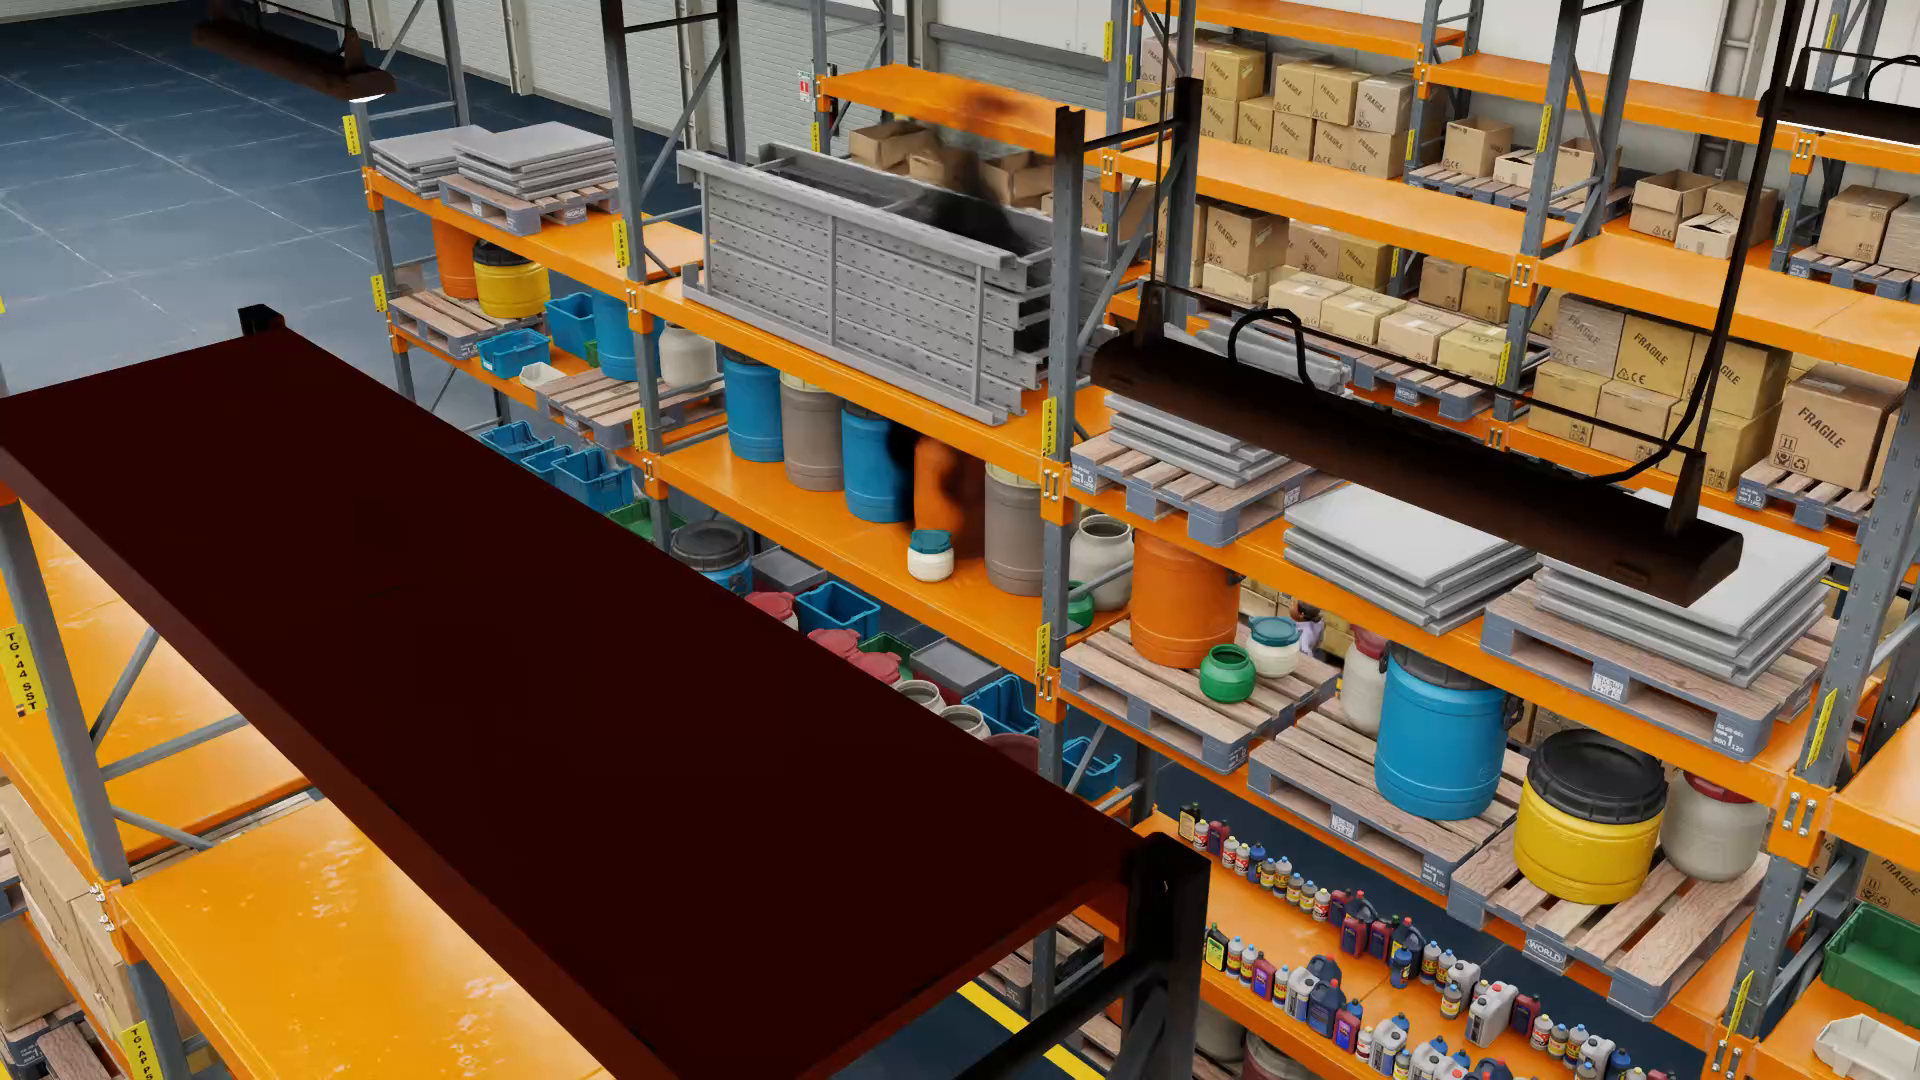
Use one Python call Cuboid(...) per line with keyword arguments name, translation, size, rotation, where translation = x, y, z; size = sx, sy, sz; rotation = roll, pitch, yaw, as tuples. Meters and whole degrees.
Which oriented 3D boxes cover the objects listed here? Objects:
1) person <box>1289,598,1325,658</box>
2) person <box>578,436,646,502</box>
Cuboid(name="person", translation=(2.500, 1.123, 12.467), size=(0.775, 1.657, 0.619), rotation=(17, 33, 29))
Cuboid(name="person", translation=(-3.673, -0.985, 16.873), size=(0.854, 1.724, 0.608), rotation=(2, 28, 5))
